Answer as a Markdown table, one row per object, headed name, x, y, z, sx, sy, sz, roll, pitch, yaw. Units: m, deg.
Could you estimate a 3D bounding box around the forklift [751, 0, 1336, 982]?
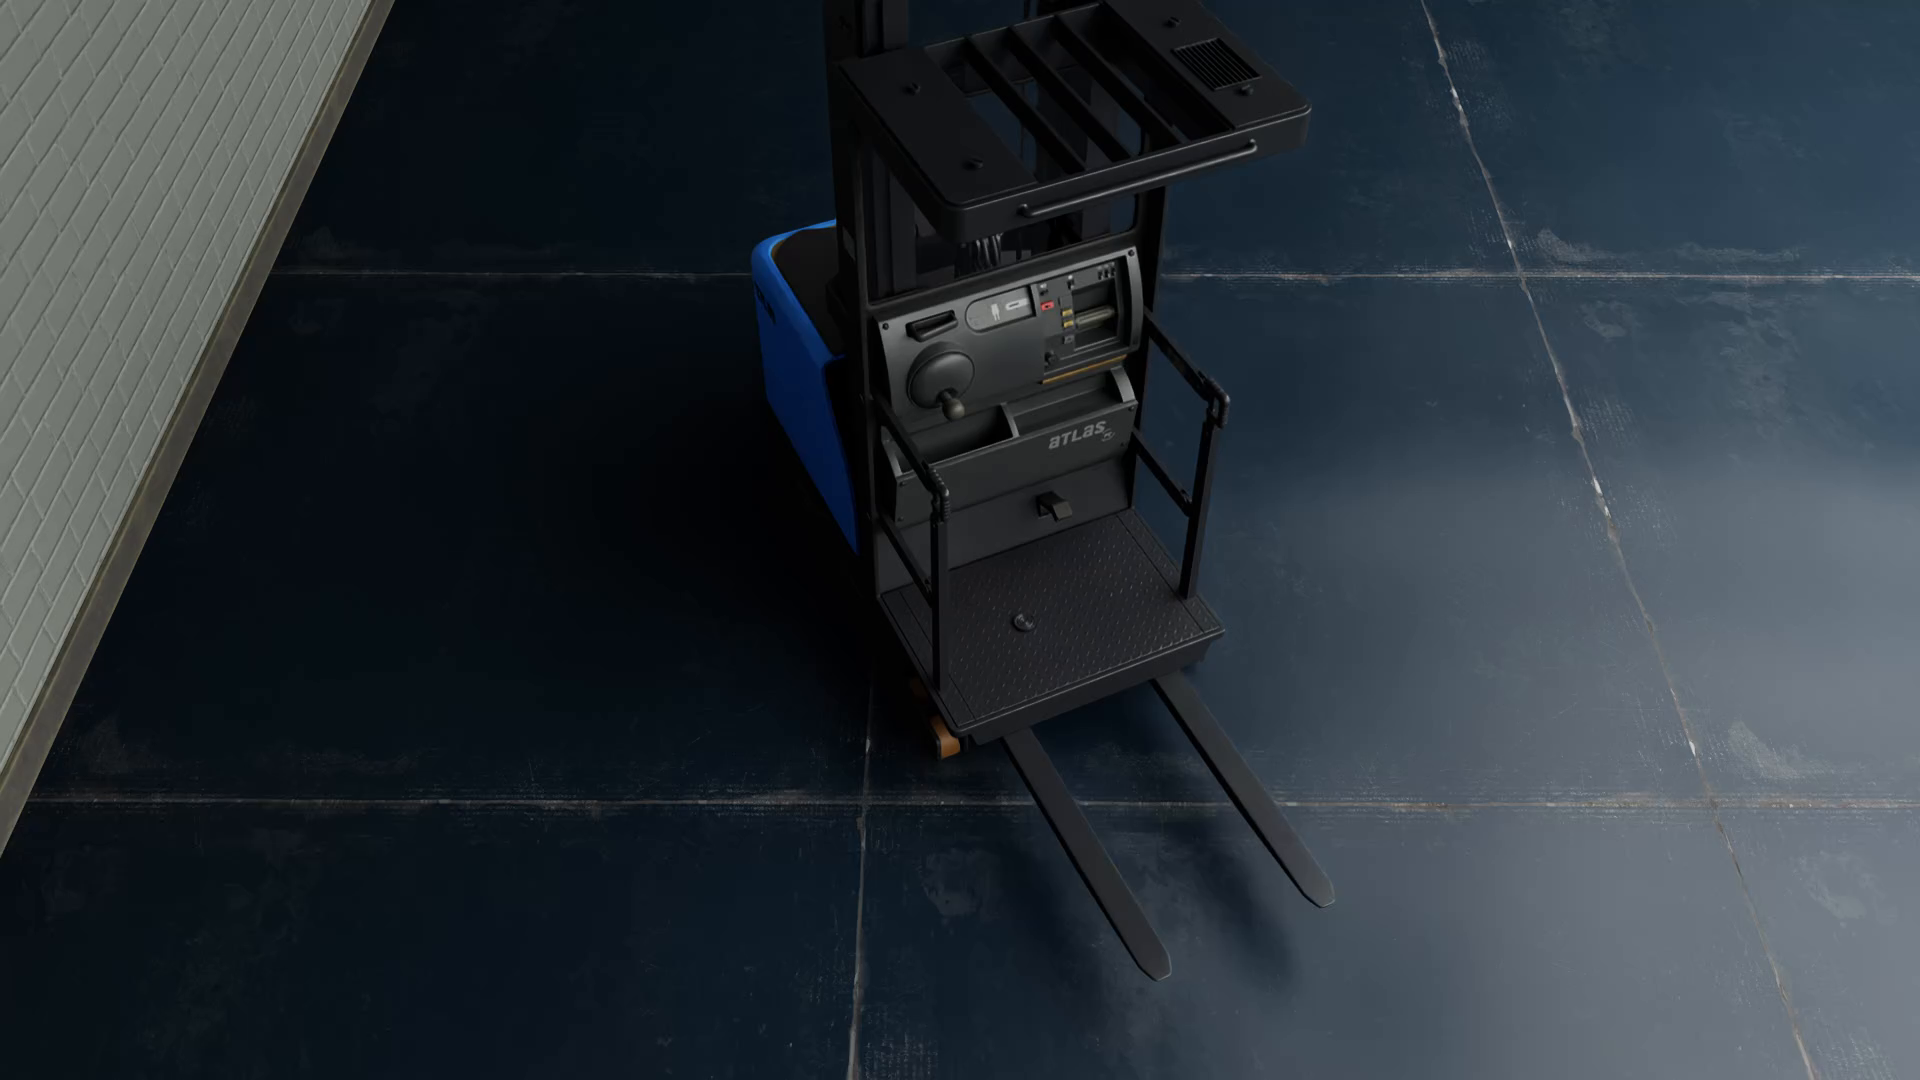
| name | x | y | z | sx | sy | sz | roll | pitch | yaw |
| --- | --- | --- | --- | --- | --- | --- | --- | --- | --- |
| forklift | 0.268 | -0.581 | 5.288 | 1.130 | 2.935 | 3.031 | -19 | 50 | -17 |
